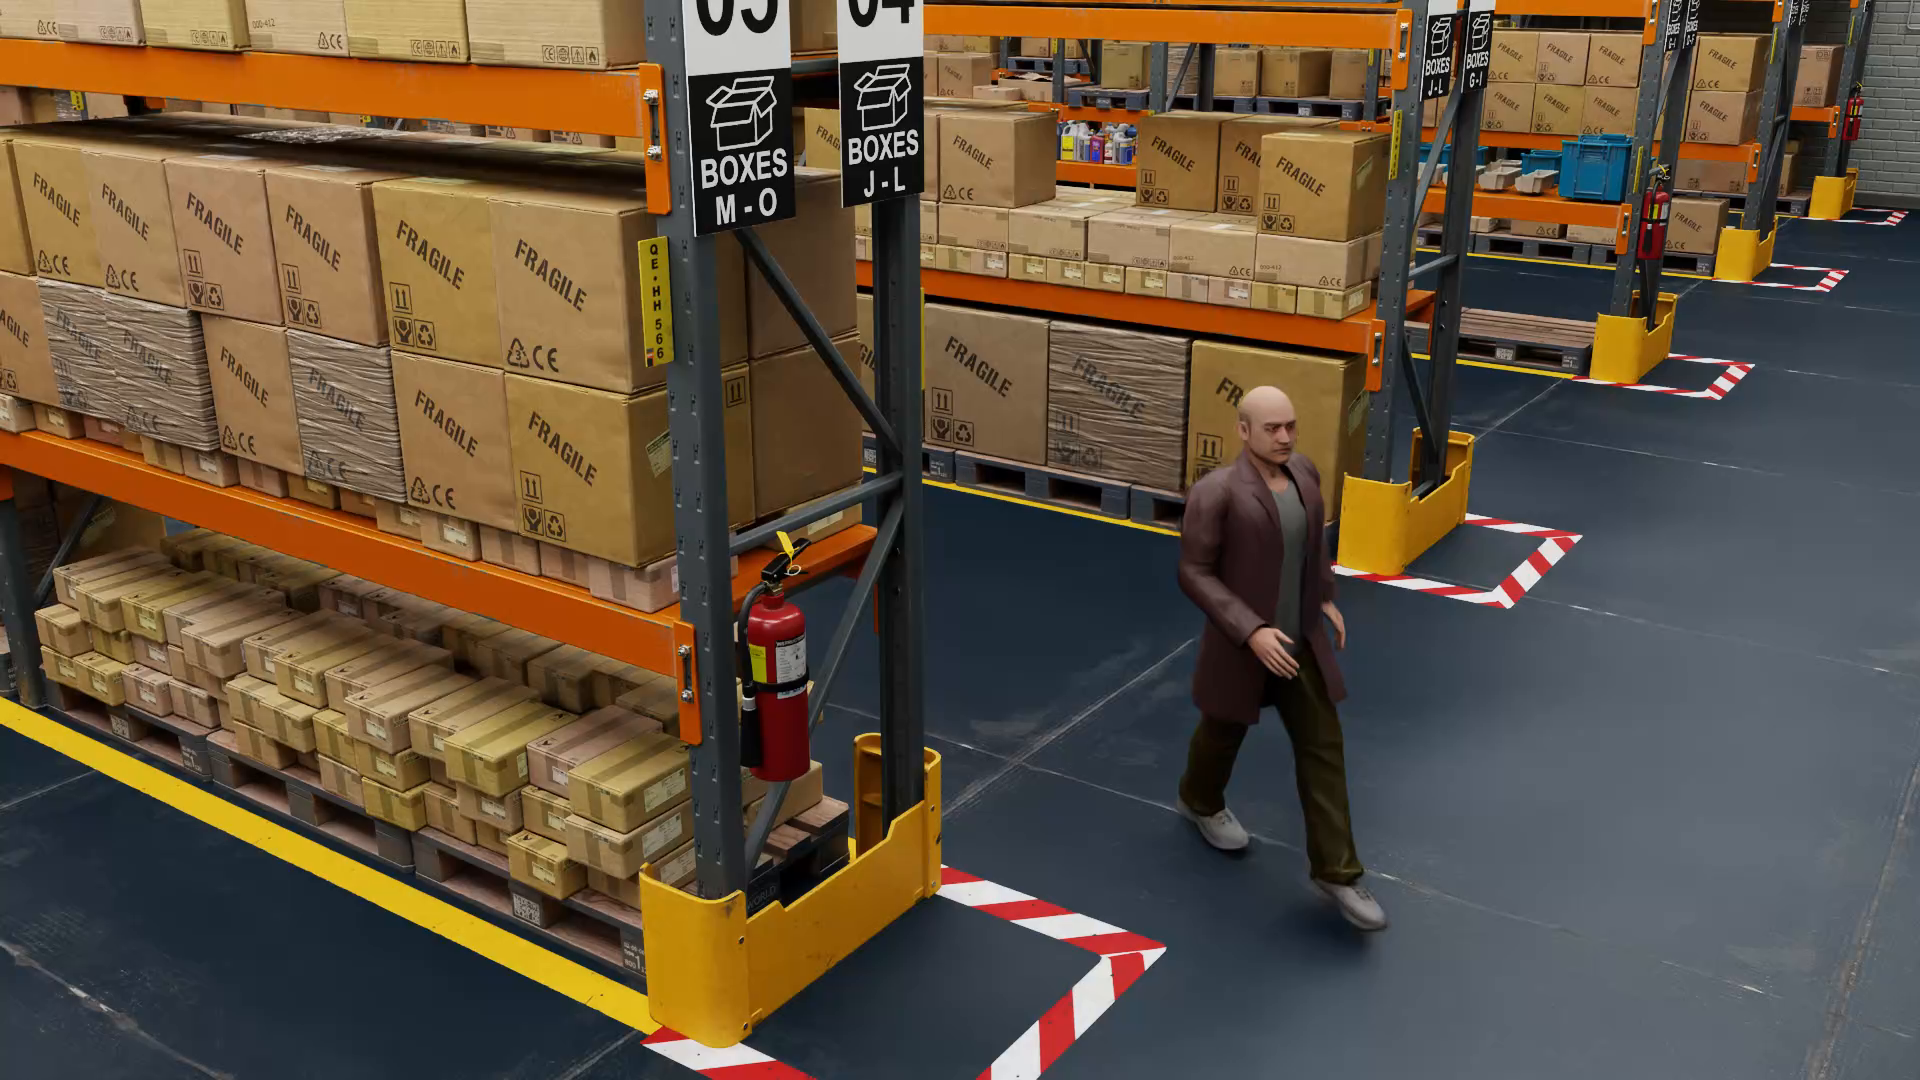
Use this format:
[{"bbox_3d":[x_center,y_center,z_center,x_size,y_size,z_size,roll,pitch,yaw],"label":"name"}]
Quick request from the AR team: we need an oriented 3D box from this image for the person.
[{"bbox_3d":[1.072,0.366,5.547,0.707,1.744,1.064,-7,21,-20],"label":"person"}]
